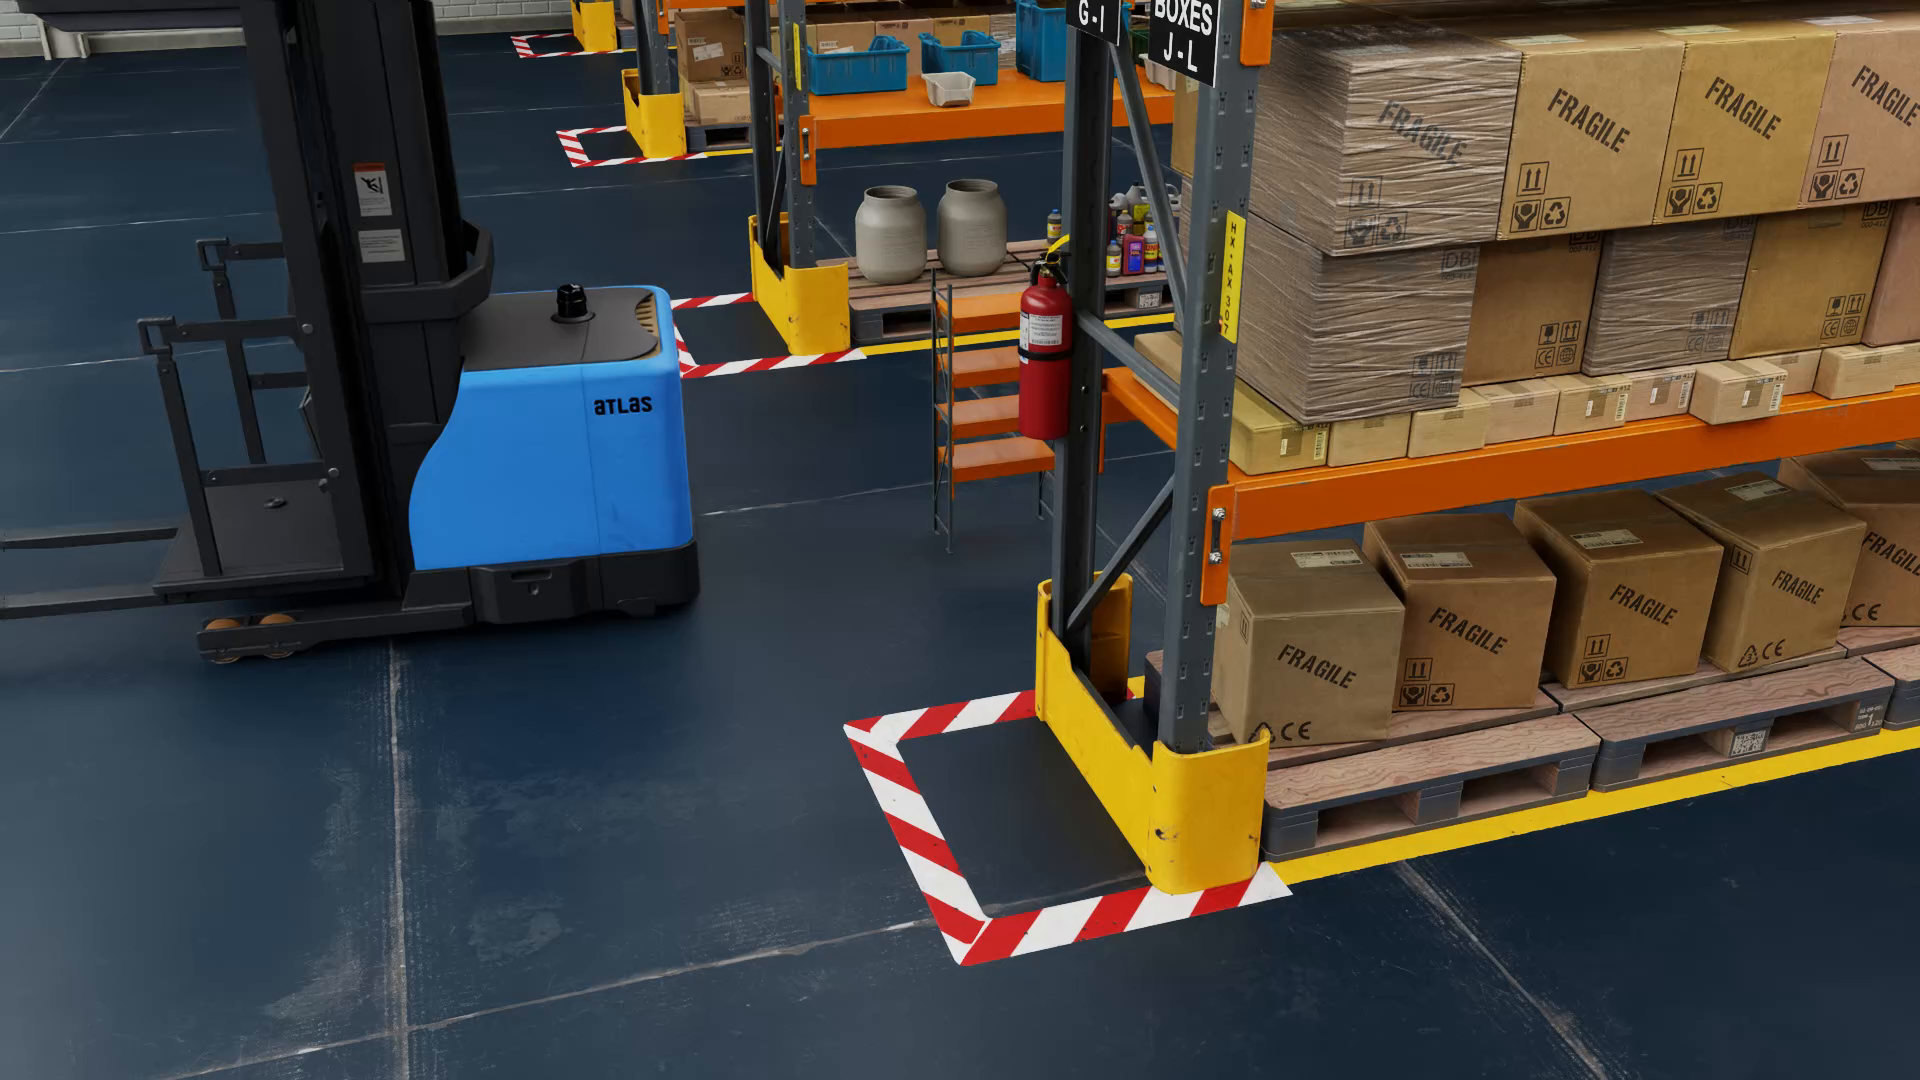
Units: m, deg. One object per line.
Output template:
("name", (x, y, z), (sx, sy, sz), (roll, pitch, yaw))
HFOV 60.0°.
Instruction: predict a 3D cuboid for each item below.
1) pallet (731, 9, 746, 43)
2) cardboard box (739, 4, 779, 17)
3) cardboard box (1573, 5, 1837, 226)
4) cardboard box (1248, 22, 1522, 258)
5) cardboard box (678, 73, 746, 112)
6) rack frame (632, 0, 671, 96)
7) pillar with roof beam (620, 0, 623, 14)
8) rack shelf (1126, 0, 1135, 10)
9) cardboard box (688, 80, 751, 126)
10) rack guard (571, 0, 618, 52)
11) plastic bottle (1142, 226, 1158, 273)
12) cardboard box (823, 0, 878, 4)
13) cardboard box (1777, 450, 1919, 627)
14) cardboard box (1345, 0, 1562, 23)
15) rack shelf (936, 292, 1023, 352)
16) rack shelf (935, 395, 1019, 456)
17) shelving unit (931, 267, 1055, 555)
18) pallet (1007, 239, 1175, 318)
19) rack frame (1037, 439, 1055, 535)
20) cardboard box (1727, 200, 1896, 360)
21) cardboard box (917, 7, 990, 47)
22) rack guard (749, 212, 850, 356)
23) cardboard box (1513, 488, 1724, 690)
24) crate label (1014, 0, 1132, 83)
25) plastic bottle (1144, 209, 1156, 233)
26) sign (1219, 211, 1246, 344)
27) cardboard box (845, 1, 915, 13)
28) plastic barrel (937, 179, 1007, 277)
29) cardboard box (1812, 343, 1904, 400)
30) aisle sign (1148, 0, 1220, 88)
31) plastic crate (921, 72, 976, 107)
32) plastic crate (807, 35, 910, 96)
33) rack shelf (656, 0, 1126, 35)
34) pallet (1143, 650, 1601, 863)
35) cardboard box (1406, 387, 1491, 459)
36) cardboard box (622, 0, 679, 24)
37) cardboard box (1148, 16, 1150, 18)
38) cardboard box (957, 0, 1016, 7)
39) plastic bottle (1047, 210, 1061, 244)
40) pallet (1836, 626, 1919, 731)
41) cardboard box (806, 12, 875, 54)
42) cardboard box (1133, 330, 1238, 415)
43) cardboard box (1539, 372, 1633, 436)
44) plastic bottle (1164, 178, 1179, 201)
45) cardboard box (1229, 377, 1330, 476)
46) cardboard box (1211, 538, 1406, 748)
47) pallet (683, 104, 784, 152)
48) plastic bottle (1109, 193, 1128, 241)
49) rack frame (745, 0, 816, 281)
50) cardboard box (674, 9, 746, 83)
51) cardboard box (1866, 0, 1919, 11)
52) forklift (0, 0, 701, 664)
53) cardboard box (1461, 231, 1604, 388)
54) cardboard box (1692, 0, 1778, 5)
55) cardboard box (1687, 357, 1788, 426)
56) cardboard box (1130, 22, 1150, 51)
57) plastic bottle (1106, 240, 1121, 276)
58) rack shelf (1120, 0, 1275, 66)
("pallet", (-2.062, -5.822, 18.740), (1.213, 0.211, 1.003), (-8, 28, -16))
("cardboard box", (-2.135, -6.090, 18.461), (0.500, 0.500, 0.700), (-10, 28, -19))
("cardboard box", (2.086, -1.236, 4.795), (0.500, 0.500, 0.500), (-8, 28, -16))
("cardboard box", (1.134, -1.101, 4.522), (0.500, 0.500, 0.500), (-8, 28, -16))
("cardboard box", (-2.119, -3.858, 14.269), (0.500, 0.250, 0.500), (-8, 28, -16))
("rack frame", (-2.538, -4.703, 13.350), (0.127, 3.000, 1.000), (-8, 28, -16))
("pillar with roof beam", (-2.345, -8.126, 13.499), (0.400, 9.000, 9.100), (-8, 28, -16))
("rack shelf", (3.167, -5.207, 15.175), (4.000, 0.370, 1.077), (-8, 28, -16))
("cardboard box", (-1.959, -3.640, 13.828), (0.500, 0.250, 0.500), (-8, 28, -16))
("rack guard", (-4.003, -5.688, 18.145), (0.348, 0.500, 1.175), (-8, 28, -16))
("plastic bottle", (1.139, -1.748, 9.972), (0.097, 0.271, 0.097), (0, 26, 0))
("cardboard box", (-1.247, -6.266, 18.814), (0.500, 0.500, 0.500), (-10, 28, -20))
("cardboard box", (3.395, -0.013, 6.242), (0.500, 0.500, 0.500), (0, 26, 0))
("cardboard box", (1.446, -1.392, 5.108), (0.500, 0.500, 0.500), (-8, 28, -16))
("rack shelf", (0.157, -0.912, 6.854), (0.480, 0.148, 0.258), (-8, 28, -16))
("rack shelf", (0.157, -0.500, 7.059), (0.480, 0.148, 0.258), (-8, 28, -16))
("shelving unit", (0.157, -0.560, 7.029), (0.503, 1.200, 0.258), (-8, 28, -16))
("pallet", (0.982, -1.666, 10.368), (1.213, 0.211, 1.003), (-8, 28, -16))
("rack frame", (0.389, -0.594, 7.097), (0.015, 1.200, 0.240), (-8, 28, -16))
("cardboard box", (2.464, -0.990, 5.425), (0.500, 0.500, 0.875), (-8, 28, -16))
("cardboard box", (-0.061, -4.256, 14.226), (0.500, 0.500, 0.500), (-8, 28, -16))
("rack guard", (-0.950, -1.519, 9.748), (0.348, 0.500, 1.175), (-8, 28, -16))
("cardboard box", (2.284, 0.163, 5.886), (0.500, 0.500, 0.500), (-6, 27, -11))
("crate label", (0.659, -2.992, 9.864), (0.616, 0.435, 0.502), (-8, 28, -16))
("plastic bottle", (1.218, -2.012, 10.582), (0.097, 0.201, 0.097), (0, 26, 0))
("sign", (0.694, -0.673, 4.258), (0.005, 0.325, 0.100), (-8, 28, -16))
("cardboard box", (-0.698, -4.407, 14.531), (0.500, 0.500, 0.500), (-8, 28, -16))
("plastic barrel", (0.071, -1.874, 9.977), (0.421, 0.512, 0.421), (0, 26, 0))
("cardboard box", (2.785, -0.598, 5.364), (0.250, 0.149, 0.380), (-8, 28, -16))
("aisle sign", (0.560, -1.543, 4.062), (0.004, 0.787, 0.394), (-8, 28, -16))
("plastic crate", (-0.057, -2.477, 9.164), (0.250, 0.136, 0.298), (-8, 28, -16))
("plastic crate", (-0.624, -2.737, 9.557), (0.616, 0.251, 0.499), (-8, 28, -16))
("rack shelf", (-0.636, -4.656, 14.065), (4.000, 0.370, 1.077), (-8, 28, -16))
("pallet", (1.382, 0.627, 5.749), (1.213, 0.211, 1.003), (-8, 28, -16))
("cardboard box", (1.357, -0.395, 4.954), (0.250, 0.149, 0.380), (-8, 28, -16))
("cardboard box", (-3.390, -5.847, 18.184), (0.500, 0.311, 0.500), (-12, 29, -22))
("cardboard box", (2.055, -4.713, 15.359), (0.500, 0.311, 0.500), (-7, 27, -15))
("cardboard box", (0.255, -4.543, 14.804), (0.500, 0.500, 0.500), (-8, 28, -16))
("plastic bottle", (0.603, -1.990, 10.538), (0.097, 0.201, 0.097), (0, 26, 0))
("pallet", (3.702, 0.291, 6.426), (1.213, 0.211, 1.003), (-8, 28, -16))
("cardboard box", (-1.013, -4.119, 13.951), (0.500, 0.500, 0.500), (-8, 28, -16))
("cardboard box", (0.733, -0.528, 5.223), (0.250, 0.149, 0.380), (-8, 28, -16))
("cardboard box", (1.828, -0.469, 5.104), (0.250, 0.149, 0.380), (-8, 28, -16))
("plastic bottle", (1.316, -2.150, 10.691), (0.185, 0.351, 0.144), (-8, 28, -17))
("cardboard box", (0.871, -0.340, 4.844), (0.250, 0.149, 0.380), (-8, 28, -16))
("cardboard box", (1.125, 0.338, 5.534), (0.500, 0.500, 0.500), (-3, 27, -7))
("pallet", (-1.824, -3.577, 14.218), (1.213, 0.211, 1.003), (-8, 28, -16))
("plastic bottle", (0.983, -2.066, 10.606), (0.135, 0.276, 0.152), (-9, 28, -18))
("rack frame", (-1.008, -2.608, 9.131), (0.127, 3.000, 1.000), (-8, 28, -16))
("cardboard box", (-2.120, -4.195, 14.104), (0.500, 0.500, 0.500), (-8, 28, -16))
("cardboard box", (3.036, -1.375, 5.074), (0.500, 0.500, 0.500), (-8, 28, -16))
("forklift", (-2.612, -1.100, 6.170), (3.031, 2.935, 1.130), (-5, 27, -10))
("cardboard box", (1.496, -0.876, 5.194), (0.500, 0.500, 0.875), (-8, 28, -16))
("cardboard box", (2.401, -1.525, 5.377), (0.500, 0.500, 0.500), (-8, 28, -16))
("cardboard box", (2.327, -0.506, 5.178), (0.250, 0.149, 0.380), (-8, 28, -16))
("cardboard box", (1.736, -4.413, 14.756), (0.500, 0.311, 0.500), (-8, 28, -16))
("plastic bottle", (0.911, -1.684, 9.921), (0.097, 0.201, 0.097), (0, 26, 0))
("rack shelf", (2.428, -1.811, 4.960), (4.000, 0.370, 1.077), (-8, 28, -16))
